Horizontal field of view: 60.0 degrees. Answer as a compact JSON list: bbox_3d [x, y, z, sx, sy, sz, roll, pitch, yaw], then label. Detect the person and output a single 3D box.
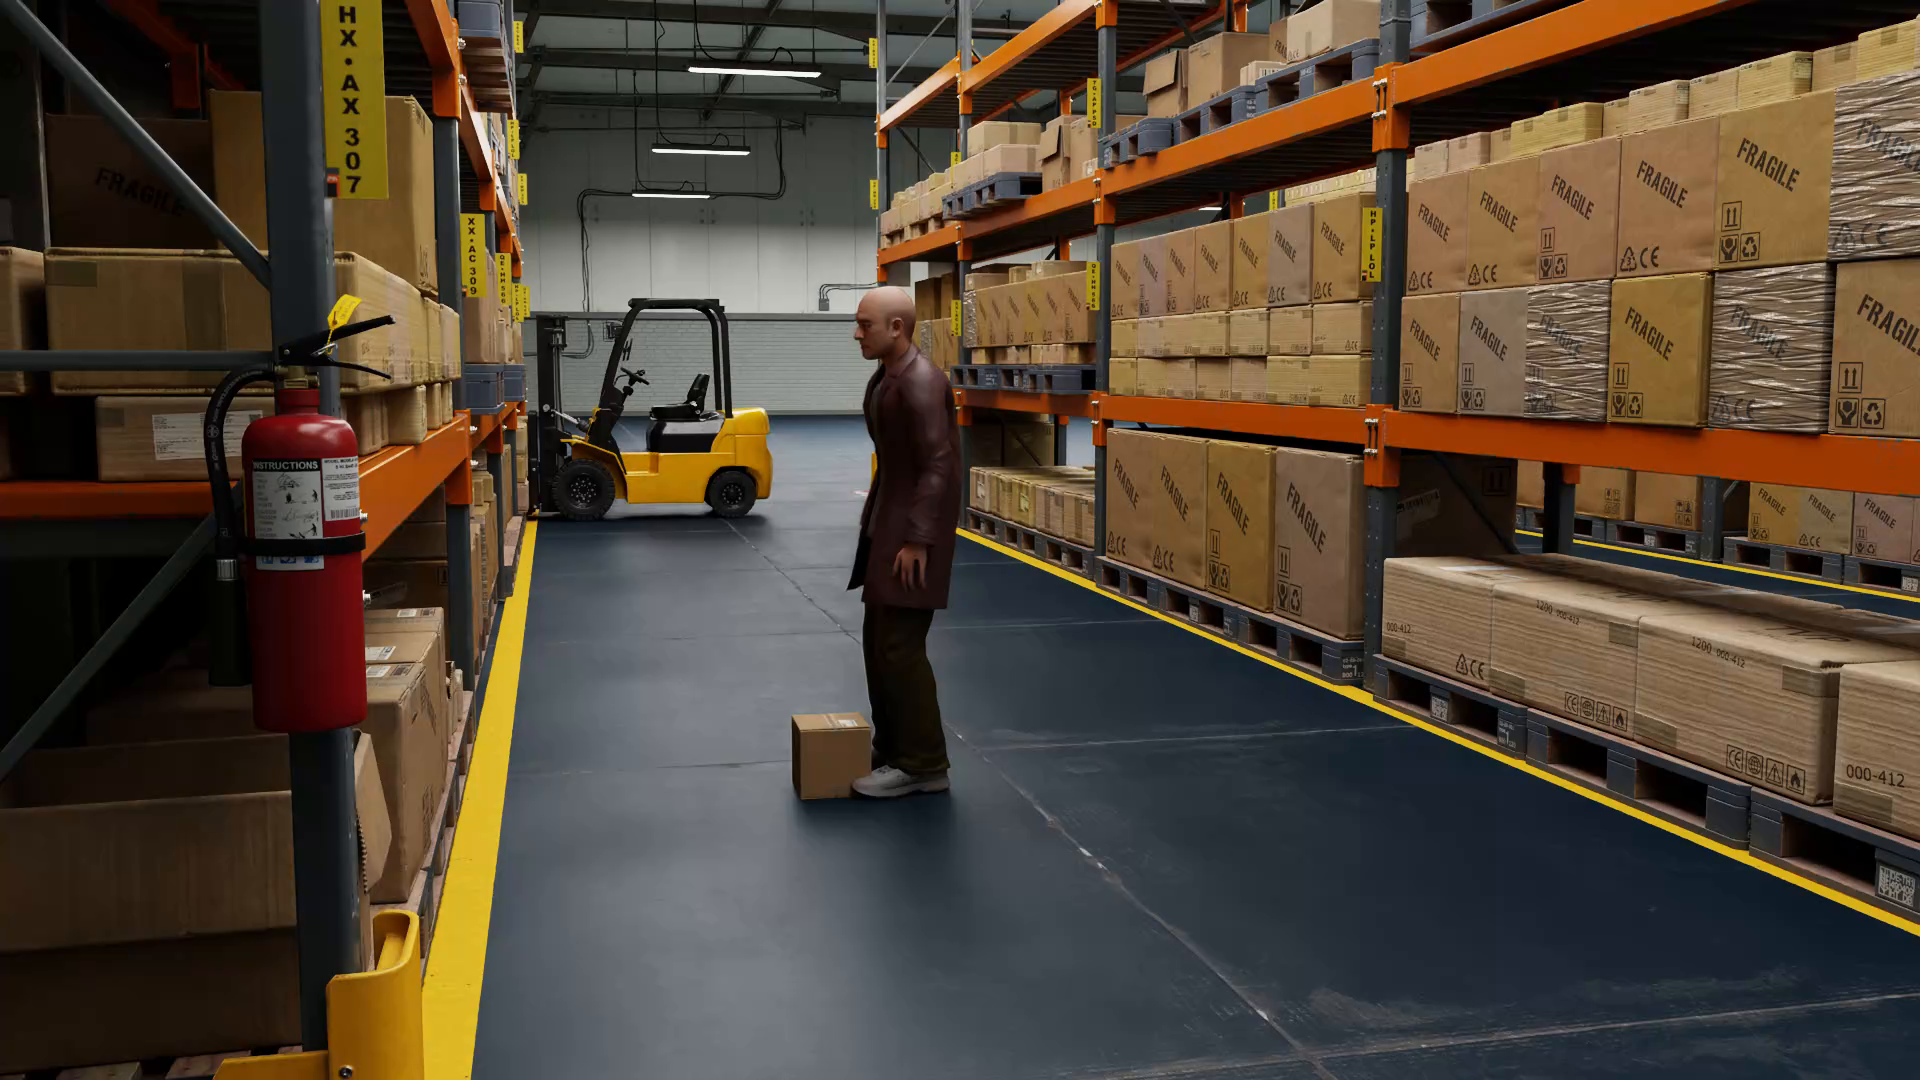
[{"bbox_3d":[-0.214,0.001,5.877,0.425,1.773,0.652,-2,6,-17],"label":"person"}]
